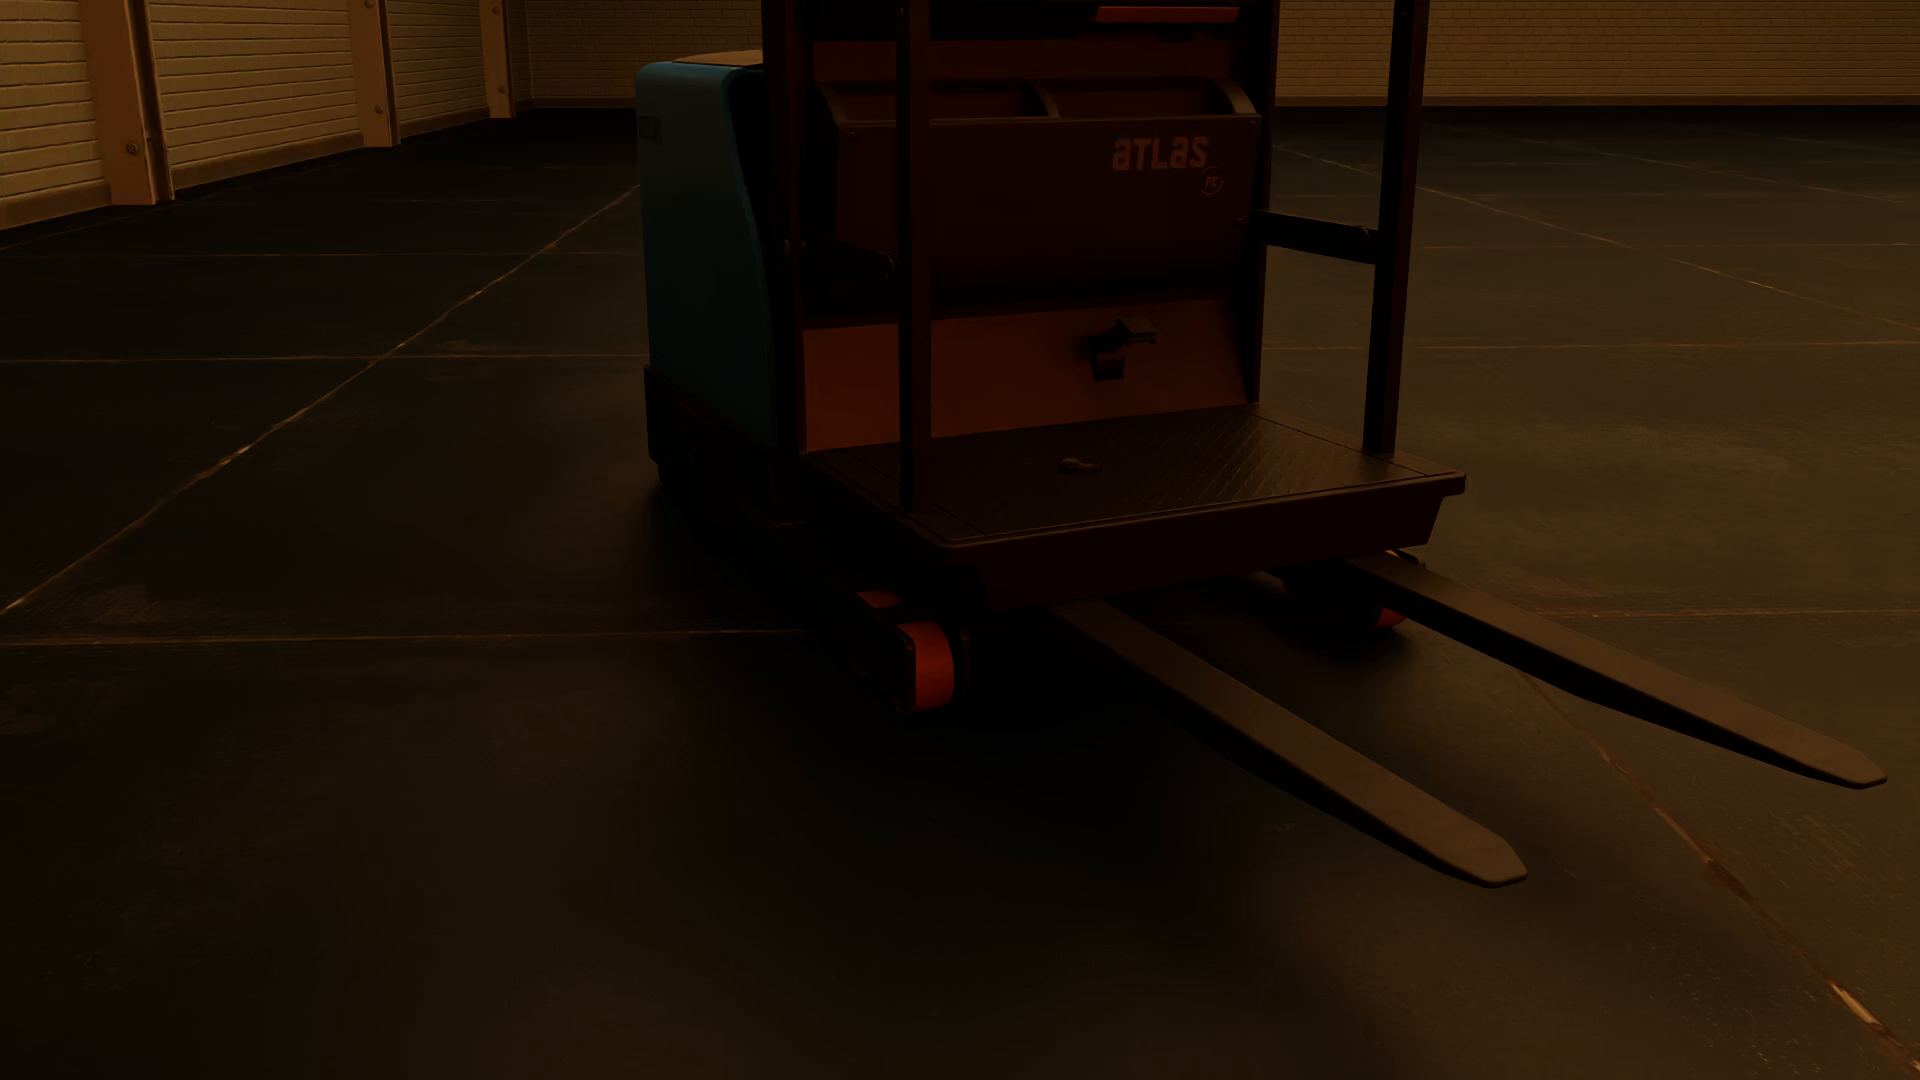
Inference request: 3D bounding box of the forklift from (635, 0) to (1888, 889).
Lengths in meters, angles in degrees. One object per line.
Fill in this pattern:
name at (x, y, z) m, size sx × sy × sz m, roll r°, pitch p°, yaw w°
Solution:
forklift at (0.258, -1.240, 2.962) m, size 1.130 × 2.935 × 3.031 m, roll -8°, pitch 19°, yaw -24°
